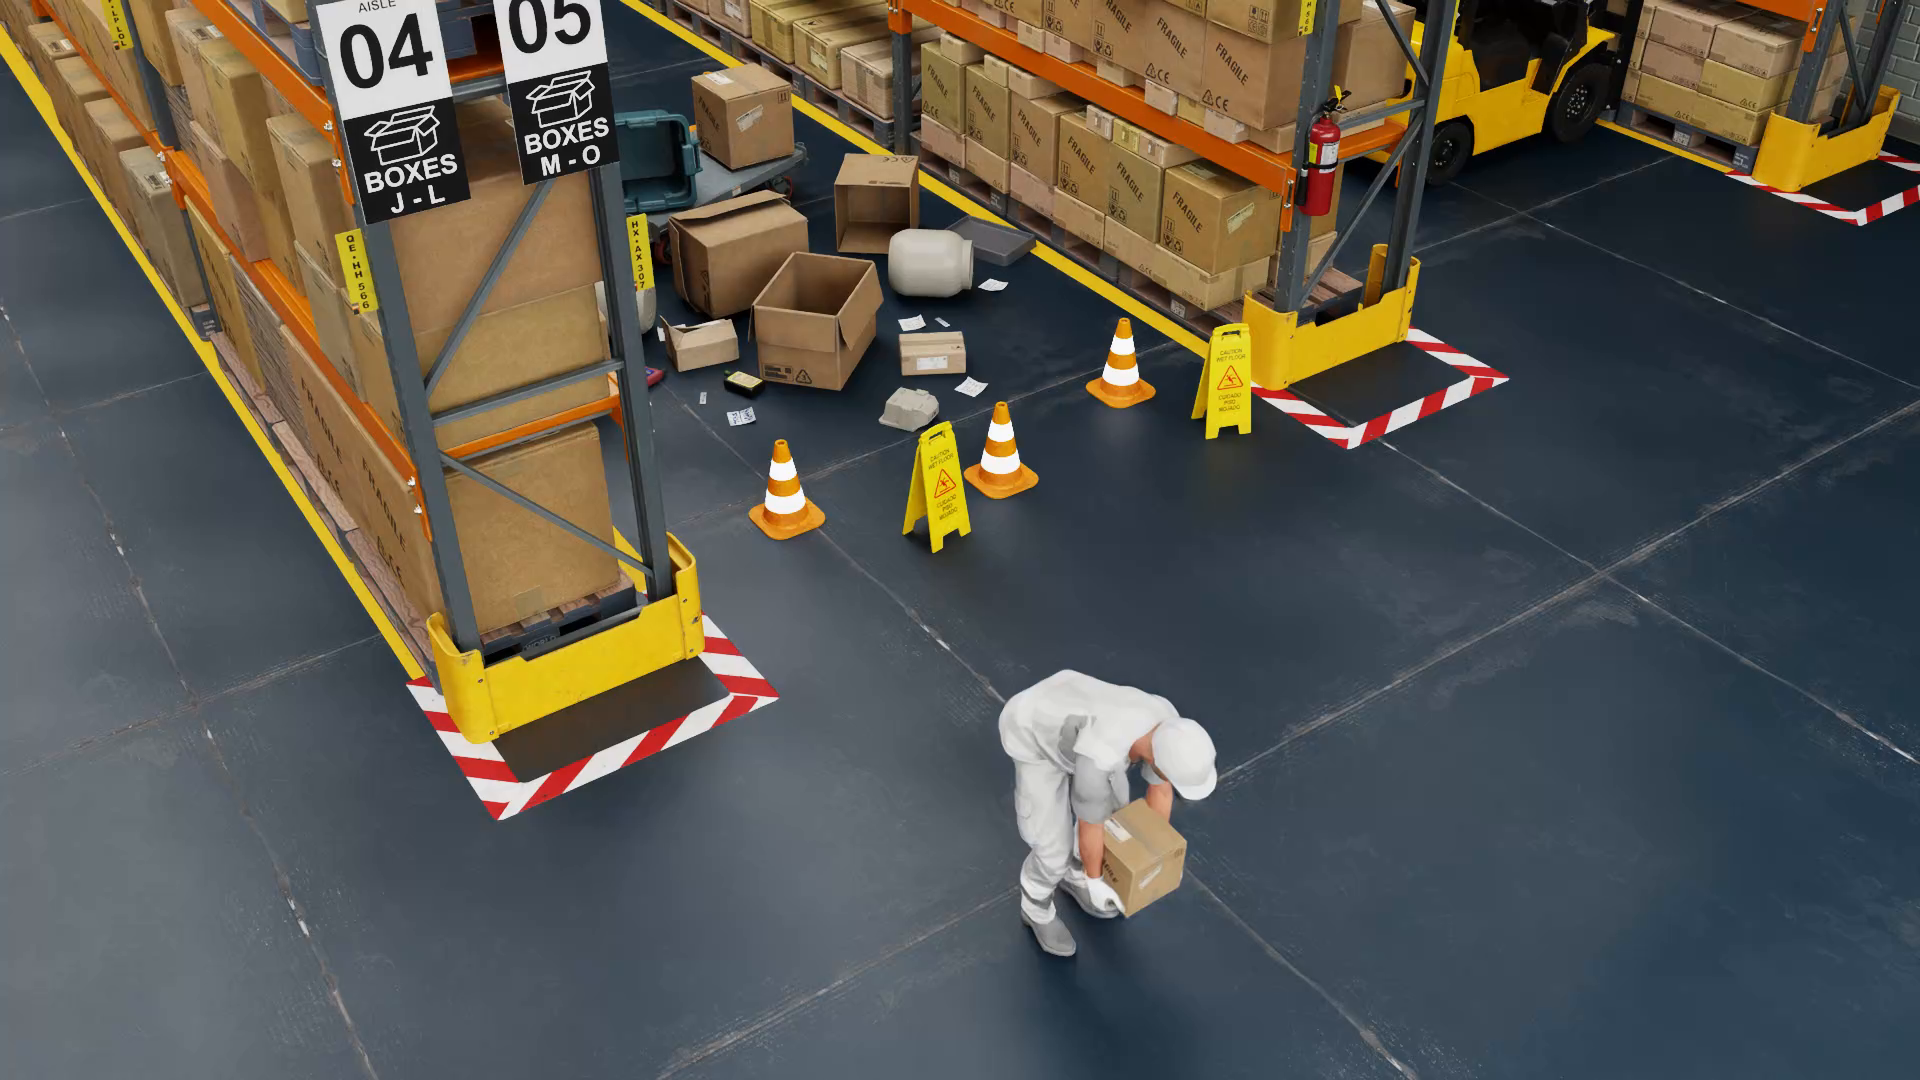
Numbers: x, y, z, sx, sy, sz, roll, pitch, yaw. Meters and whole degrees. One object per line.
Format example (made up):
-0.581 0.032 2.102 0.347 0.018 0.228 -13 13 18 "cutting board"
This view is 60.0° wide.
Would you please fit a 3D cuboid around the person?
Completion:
0.518 0.995 5.981 0.494 1.355 0.899 -24 42 -29 "person"
